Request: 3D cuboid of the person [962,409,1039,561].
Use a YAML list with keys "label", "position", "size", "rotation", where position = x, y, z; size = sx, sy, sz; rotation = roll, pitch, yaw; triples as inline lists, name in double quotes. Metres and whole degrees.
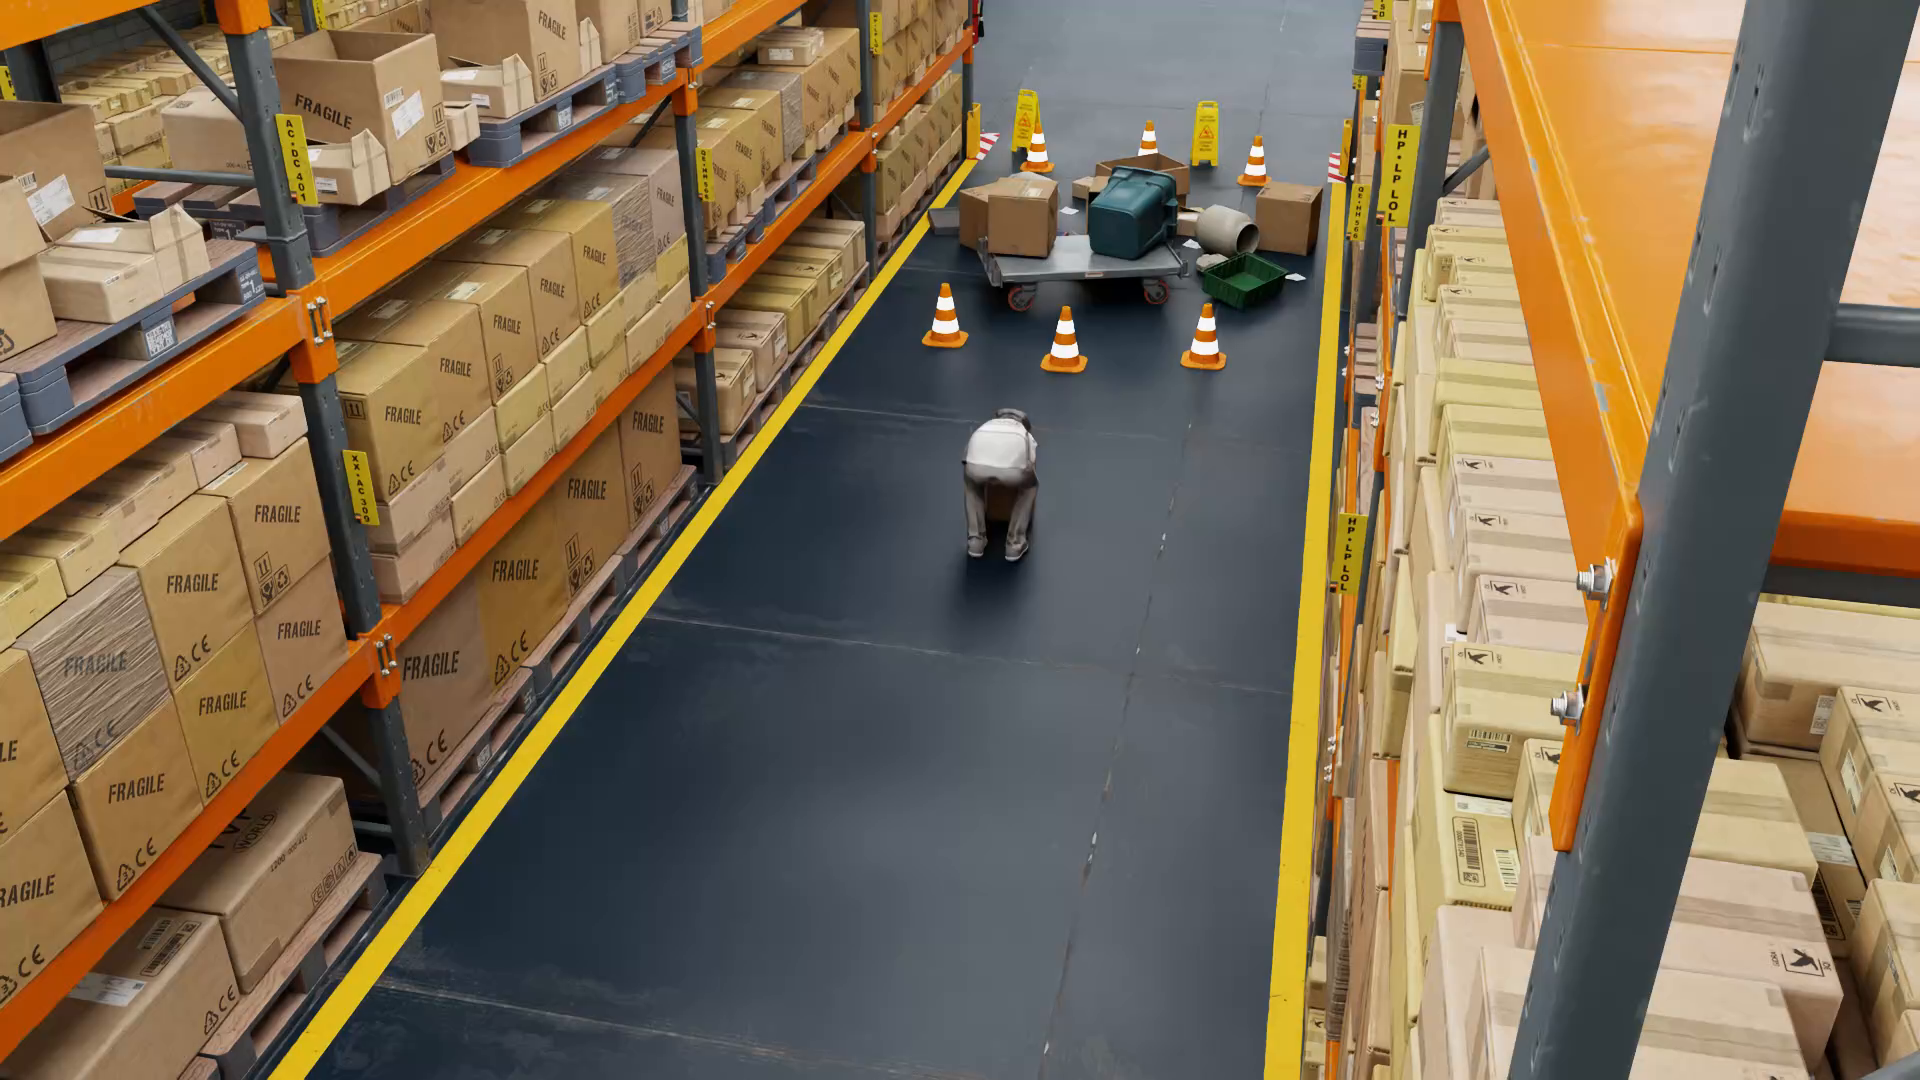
- label: "person"
  position: [0.251, -0.381, 10.129]
  size: [0.465, 0.861, 0.883]
  rotation: [5, 29, 8]
